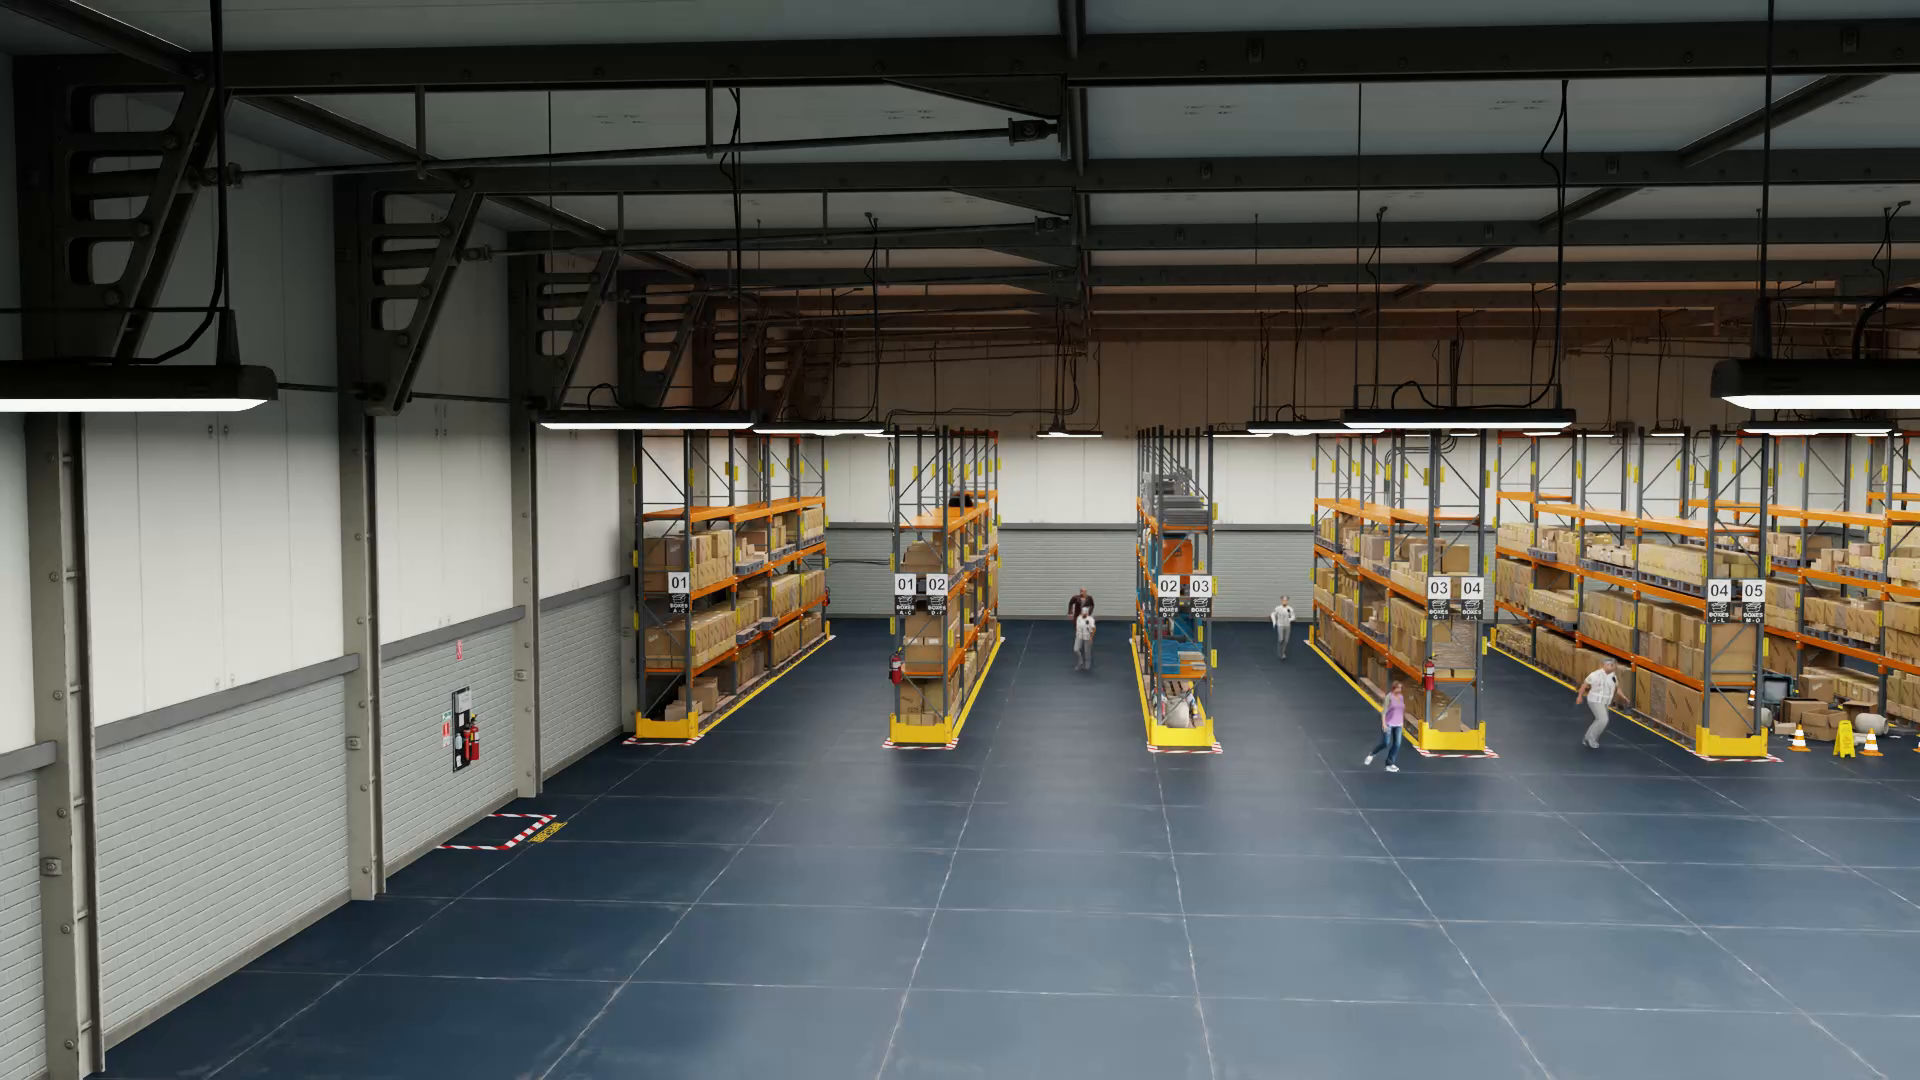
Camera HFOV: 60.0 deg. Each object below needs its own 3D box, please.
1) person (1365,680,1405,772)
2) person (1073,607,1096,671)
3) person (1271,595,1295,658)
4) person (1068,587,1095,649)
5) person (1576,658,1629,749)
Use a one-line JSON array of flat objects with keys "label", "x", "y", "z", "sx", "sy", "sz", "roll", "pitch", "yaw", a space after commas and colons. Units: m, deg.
[{"label": "person", "x": 7.357, "y": 3.197, "z": 28.736, "sx": 0.578, "sy": 1.572, "sz": 0.527, "roll": -1, "pitch": 4, "yaw": -22}, {"label": "person", "x": 3.111, "y": 2.439, "z": 41.196, "sx": 0.583, "sy": 1.605, "sz": 0.751, "roll": 1, "pitch": 4, "yaw": 18}, {"label": "person", "x": 8.453, "y": 2.268, "z": 43.384, "sx": 0.581, "sy": 1.655, "sz": 0.620, "roll": 0, "pitch": 3, "yaw": 2}, {"label": "person", "x": 3.331, "y": 2.128, "z": 45.697, "sx": 0.707, "sy": 1.713, "sz": 0.713, "roll": -1, "pitch": 3, "yaw": -9}, {"label": "person", "x": 11.914, "y": 3.007, "z": 30.755, "sx": 0.651, "sy": 1.693, "sz": 0.808, "roll": -2, "pitch": 4, "yaw": -32}]
